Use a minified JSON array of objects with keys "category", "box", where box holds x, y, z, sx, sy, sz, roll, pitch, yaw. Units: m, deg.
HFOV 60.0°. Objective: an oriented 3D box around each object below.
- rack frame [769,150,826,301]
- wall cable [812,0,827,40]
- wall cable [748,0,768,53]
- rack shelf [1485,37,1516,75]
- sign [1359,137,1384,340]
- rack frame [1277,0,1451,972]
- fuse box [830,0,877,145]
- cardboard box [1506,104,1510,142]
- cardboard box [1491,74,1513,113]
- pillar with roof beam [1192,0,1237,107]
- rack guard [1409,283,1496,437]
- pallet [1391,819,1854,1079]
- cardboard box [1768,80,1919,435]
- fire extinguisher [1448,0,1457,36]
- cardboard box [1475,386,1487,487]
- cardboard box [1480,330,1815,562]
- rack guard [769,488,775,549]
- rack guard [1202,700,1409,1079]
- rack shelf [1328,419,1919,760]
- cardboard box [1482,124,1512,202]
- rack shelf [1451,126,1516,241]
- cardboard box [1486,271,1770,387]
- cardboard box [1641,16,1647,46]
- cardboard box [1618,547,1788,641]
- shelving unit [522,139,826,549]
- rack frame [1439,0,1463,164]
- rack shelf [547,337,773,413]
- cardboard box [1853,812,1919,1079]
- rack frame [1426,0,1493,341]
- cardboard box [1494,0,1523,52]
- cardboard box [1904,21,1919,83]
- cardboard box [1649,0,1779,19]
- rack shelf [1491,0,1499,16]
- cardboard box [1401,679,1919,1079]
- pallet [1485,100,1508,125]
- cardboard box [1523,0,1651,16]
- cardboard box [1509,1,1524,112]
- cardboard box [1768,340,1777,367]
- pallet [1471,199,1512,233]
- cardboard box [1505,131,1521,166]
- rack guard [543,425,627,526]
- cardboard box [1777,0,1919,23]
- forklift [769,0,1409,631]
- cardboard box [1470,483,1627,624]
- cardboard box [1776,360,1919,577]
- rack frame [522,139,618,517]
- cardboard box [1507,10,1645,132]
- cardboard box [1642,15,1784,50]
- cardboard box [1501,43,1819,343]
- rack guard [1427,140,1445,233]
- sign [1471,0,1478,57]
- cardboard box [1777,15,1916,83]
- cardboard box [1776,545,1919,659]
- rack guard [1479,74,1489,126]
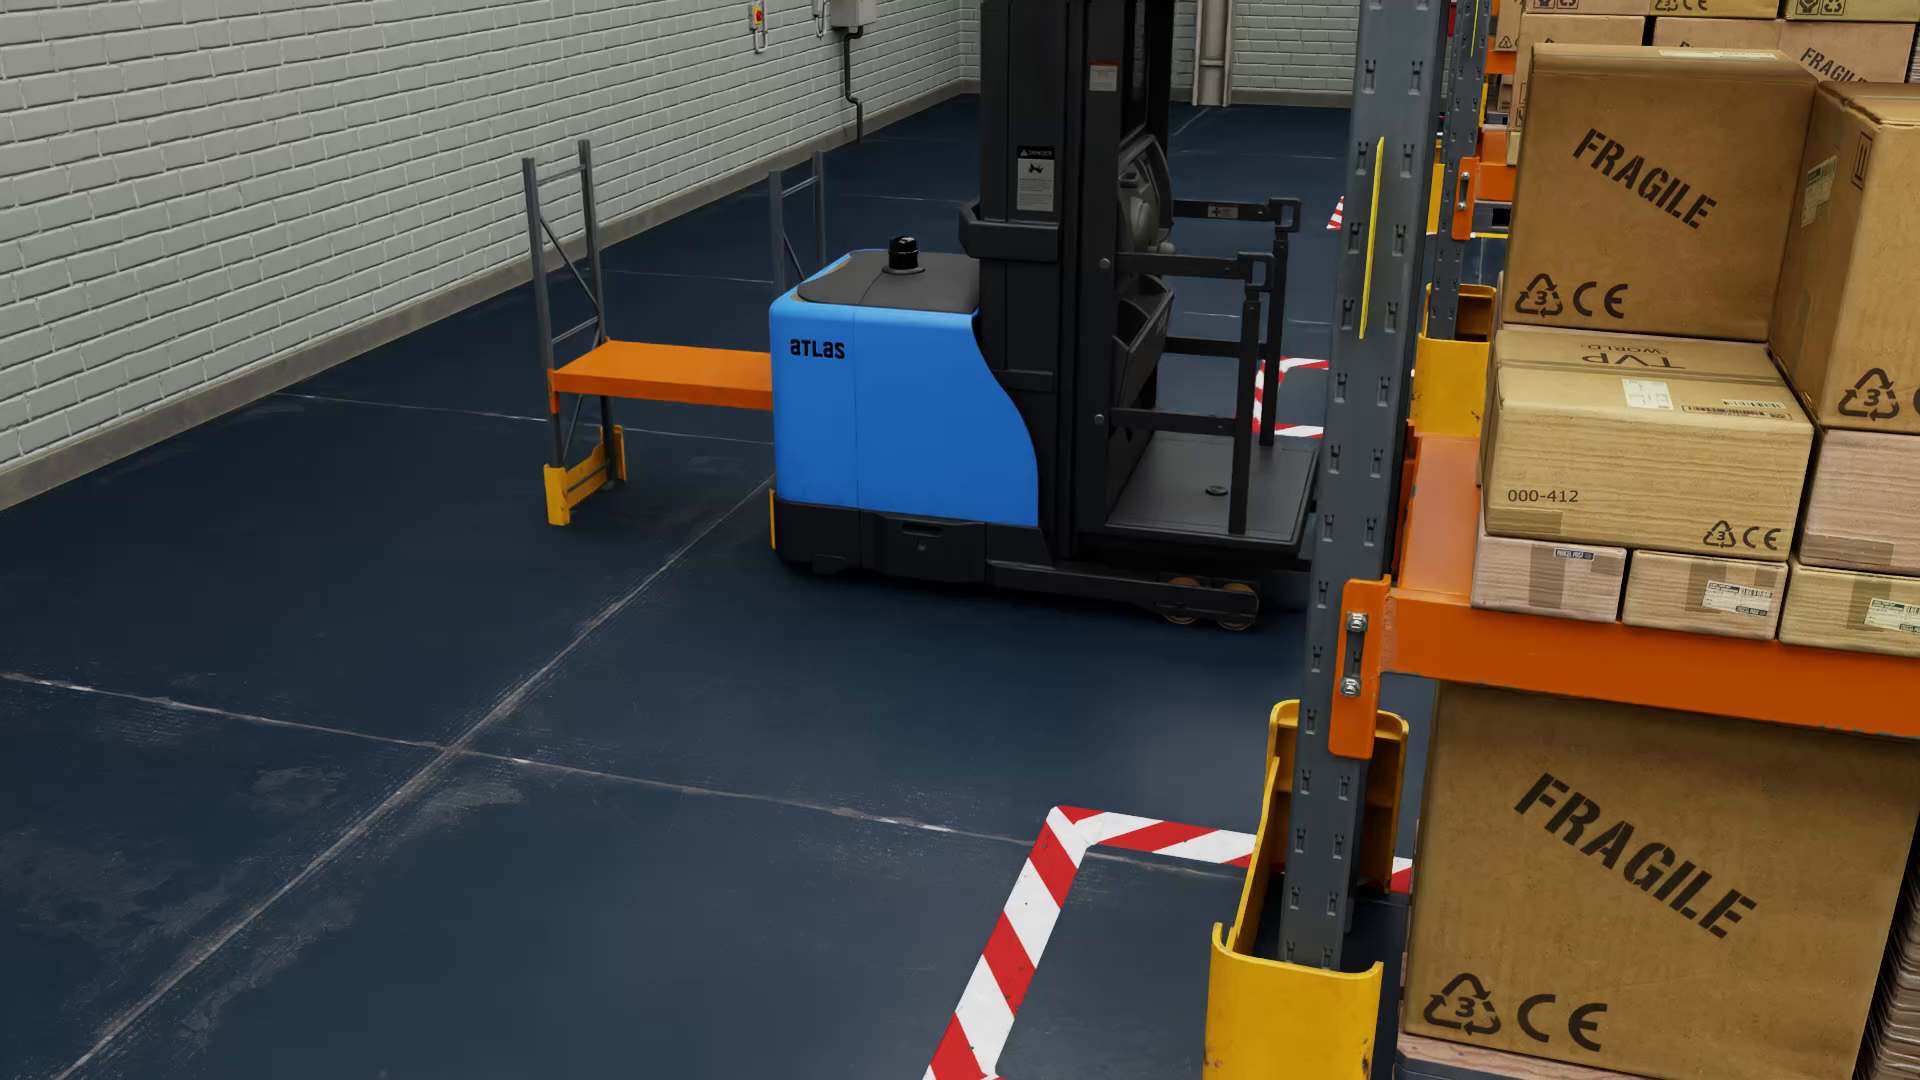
[{"category":"rack frame","box":[-0.625,-0.759,6.644,0.032,1.500,0.500,6,23,14]},{"category":"wall cable","box":[-1.281,-5.470,14.814,0.122,1.984,0.588,7,23,16]},{"category":"wall cable","box":[-1.680,-4.968,13.548,0.123,1.953,0.585,7,23,16]},{"category":"rack shelf","box":[5.640,-3.321,11.863,4.000,0.370,1.077,7,23,16]},{"category":"sign","box":[0.697,-0.509,2.814,0.005,0.325,0.100,7,23,16]},{"category":"rack frame","box":[0.863,-0.273,3.483,0.127,3.000,1.000,7,23,16]},{"category":"fuse box","box":[-0.933,-4.634,15.813,0.414,1.711,0.539,7,23,16]},{"category":"cardboard box","box":[2.786,-2.015,8.060,0.250,0.149,0.380,7,23,16]},{"category":"cardboard box","box":[5.714,-4.615,16.805,0.637,0.503,0.797,6,23,13]},{"category":"pillar with roof beam","box":[1.591,-7.512,13.226,0.400,9.000,9.100,7,23,16]},{"category":"rack guard","box":[2.465,-0.899,8.303,0.348,0.500,1.175,7,23,16]},{"category":"pallet","box":[1.651,1.076,3.868,1.213,0.211,1.003,7,23,16]},{"category":"cardboard box","box":[1.723,-0.483,2.812,0.500,0.500,0.500,6,23,14]},{"category":"fire extinguisher","box":[4.881,-5.317,16.374,0.183,0.674,0.296,7,23,16]},{"category":"cardboard box","box":[1.299,-0.237,3.727,0.250,0.149,0.380,7,23,17]},{"category":"cardboard box","box":[1.244,-0.190,3.088,0.500,0.250,0.500,6,23,14]},{"category":"rack guard","box":[-0.644,-0.183,6.886,0.087,0.250,0.587,6,23,14]},{"category":"rack guard","box":[0.840,0.881,3.964,0.348,0.500,1.175,7,23,16]},{"category":"rack shelf","box":[2.777,0.279,3.085,4.000,0.370,1.077,7,23,16]},{"category":"cardboard box","box":[4.386,-2.846,12.579,0.875,0.438,0.875,6,23,14]},{"category":"rack shelf","box":[4.307,-1.512,7.451,4.000,0.370,1.077,7,23,16]},{"category":"cardboard box","box":[1.403,-0.384,3.560,0.500,0.250,0.500,6,23,15]},{"category":"cardboard box","box":[3.388,-2.234,7.739,0.500,0.500,0.500,6,23,15]},{"category":"cardboard box","box":[1.353,0.030,3.076,0.250,0.149,0.380,6,23,15]},{"category":"shelving unit","box":[-1.123,-0.812,6.774,1.083,1.500,0.587,6,23,14]},{"category":"rack frame","box":[3.725,-3.874,12.261,0.127,3.000,1.000,7,23,16]},{"category":"rack shelf","box":[-1.114,-0.645,6.840,1.000,0.185,0.538,6,23,14]},{"category":"cardboard box","box":[2.370,0.657,3.463,0.875,0.875,0.875,7,23,16]},{"category":"rack frame","box":[2.392,-2.064,7.849,0.127,3.000,1.000,7,23,16]},{"category":"cardboard box","box":[4.102,-3.763,11.859,0.500,0.500,0.500,6,23,15]},{"category":"cardboard box","box":[4.217,-1.937,7.016,0.500,0.500,0.500,6,23,14]},{"category":"cardboard box","box":[3.230,-2.512,7.100,0.500,0.500,0.500,7,23,17]},{"category":"rack shelf","box":[7.070,-5.125,16.260,4.000,0.370,1.077,7,23,16]},{"category":"cardboard box","box":[1.498,0.557,3.706,0.875,0.875,0.875,7,23,16]},{"category":"pallet","box":[5.992,-4.292,16.955,1.213,0.211,1.003,7,23,16]},{"category":"cardboard box","box":[2.745,-2.565,7.229,0.500,0.500,0.500,6,23,15]},{"category":"cardboard box","box":[2.897,-2.292,7.882,0.500,0.500,0.500,7,23,17]},{"category":"cardboard box","box":[1.889,-0.329,3.424,0.500,0.250,0.500,6,23,15]},{"category":"pallet","box":[4.513,-2.524,12.646,1.213,0.211,1.003,7,23,16]},{"category":"cardboard box","box":[2.608,-1.793,7.520,0.250,0.149,0.380,6,23,15]},{"category":"rack guard","box":[-1.603,-0.285,7.136,0.087,0.250,0.587,6,23,14]},{"category":"cardboard box","box":[3.722,-2.447,6.941,0.500,0.500,0.500,6,23,14]},{"category":"forklift","box":[0.857,-1.255,5.968,3.031,2.935,1.130,6,23,14]},{"category":"cardboard box","box":[1.107,0.002,3.143,0.250,0.149,0.380,7,23,16]},{"category":"cardboard box","box":[1.744,-0.136,2.954,0.500,0.250,0.500,6,23,15]},{"category":"rack frame","box":[-1.604,-0.863,6.899,0.032,1.500,0.500,6,23,14]},{"category":"cardboard box","box":[2.742,-2.098,7.409,0.500,0.500,0.500,8,24,18]},{"category":"cardboard box","box":[3.262,-2.049,7.289,0.500,0.500,0.500,7,23,16]},{"category":"cardboard box","box":[1.405,-0.730,3.415,0.500,0.500,0.500,7,23,16]},{"category":"rack guard","box":[3.702,-2.720,12.742,0.348,0.500,1.175,7,23,16]},{"category":"sign","box":[2.235,-2.267,7.204,0.005,0.325,0.100,7,23,16]},{"category":"cardboard box","box":[3.727,-1.991,7.147,0.500,0.500,0.500,7,23,16]},{"category":"cardboard box","box":[1.598,0.058,3.008,0.250,0.149,0.380,6,23,14]},{"category":"rack guard","box":[5.228,-4.513,17.112,0.348,0.500,1.175,7,23,16]}]
